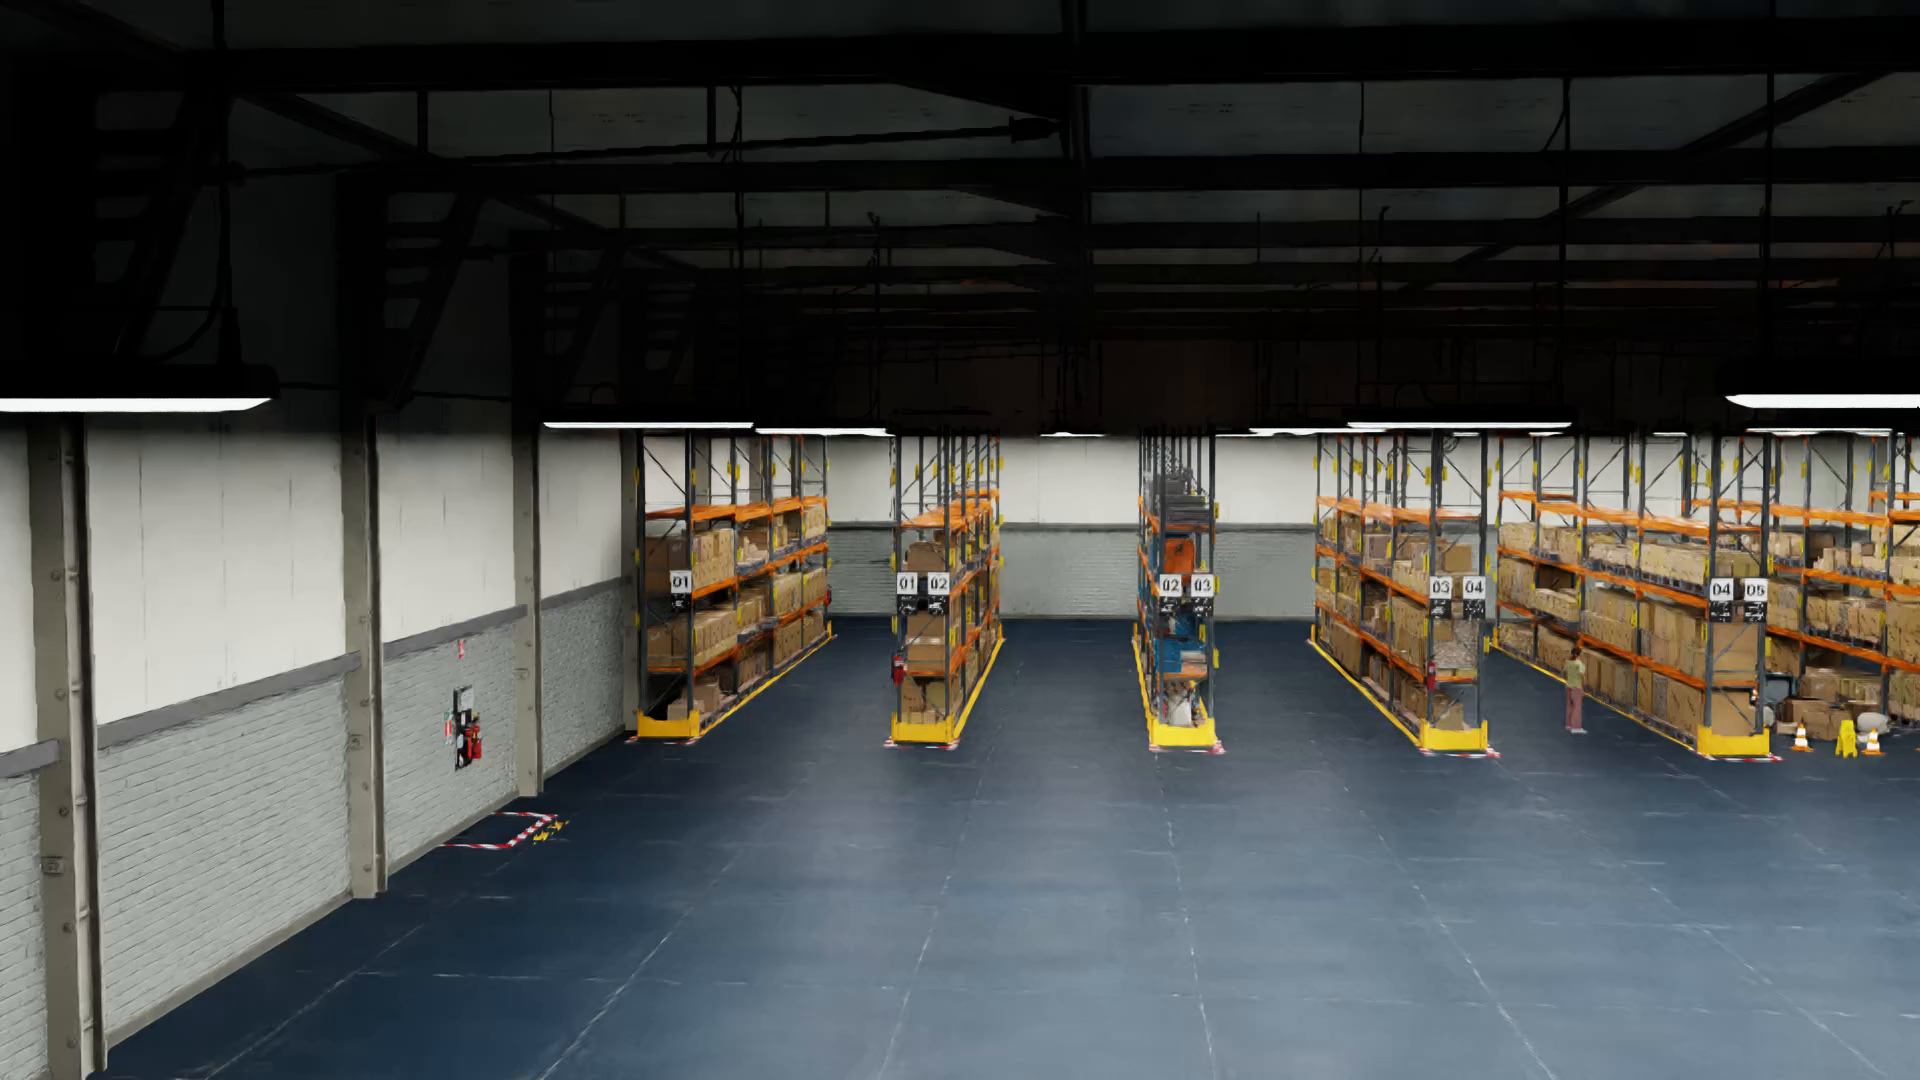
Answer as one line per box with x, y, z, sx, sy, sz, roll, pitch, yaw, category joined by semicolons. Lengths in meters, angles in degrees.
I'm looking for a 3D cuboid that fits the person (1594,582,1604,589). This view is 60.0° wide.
17.669;2.037;45.929;0.502;1.772;0.620;0;3;-2;person

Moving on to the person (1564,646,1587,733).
12.029;2.898;32.427;0.432;1.677;0.499;-2;4;-25;person
